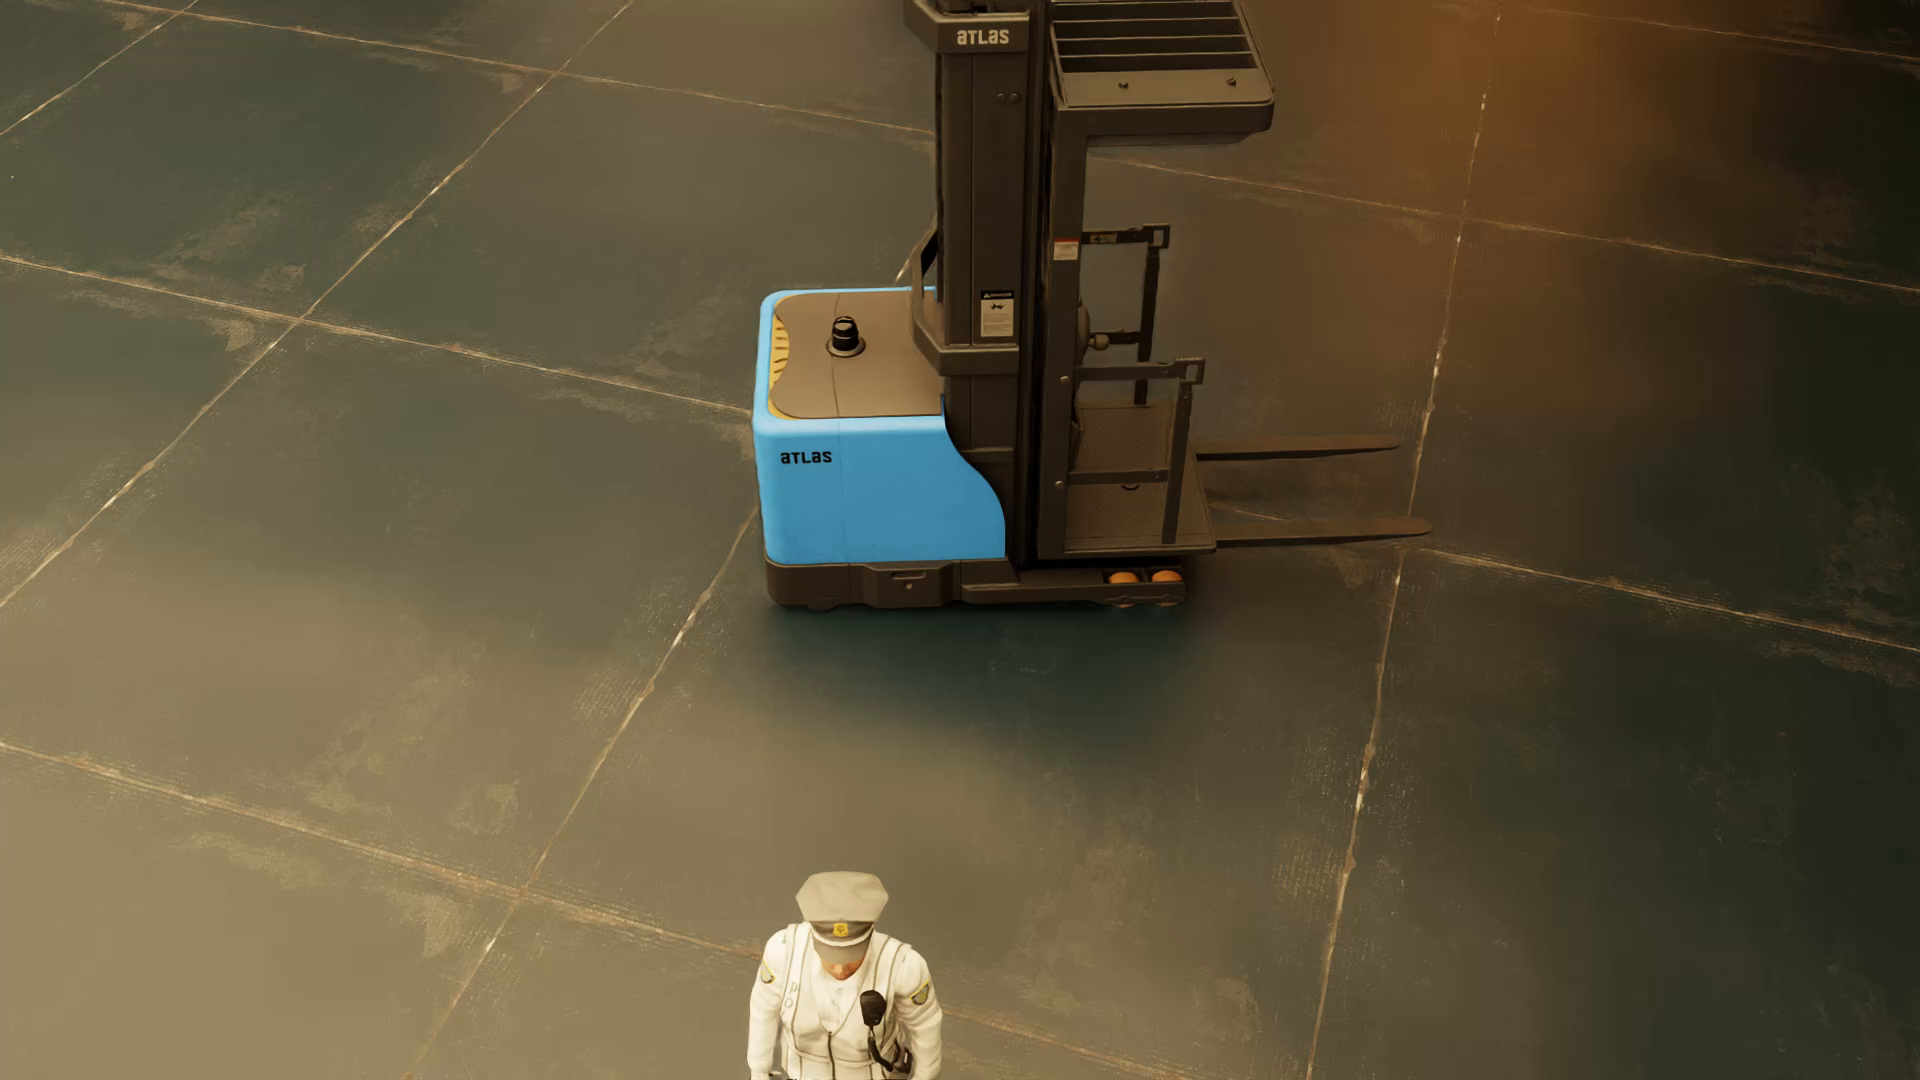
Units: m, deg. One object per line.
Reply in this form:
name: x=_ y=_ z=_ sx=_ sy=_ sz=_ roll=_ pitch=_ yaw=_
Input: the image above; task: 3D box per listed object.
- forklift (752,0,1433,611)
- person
forklift: x=0.626 y=-1.129 z=6.903 sx=3.031 sy=2.935 sz=1.130 roll=-2 pitch=43 yaw=-2
person: x=-0.349 y=1.613 z=4.899 sx=0.566 sy=1.715 sz=0.455 roll=6 pitch=43 yaw=6
